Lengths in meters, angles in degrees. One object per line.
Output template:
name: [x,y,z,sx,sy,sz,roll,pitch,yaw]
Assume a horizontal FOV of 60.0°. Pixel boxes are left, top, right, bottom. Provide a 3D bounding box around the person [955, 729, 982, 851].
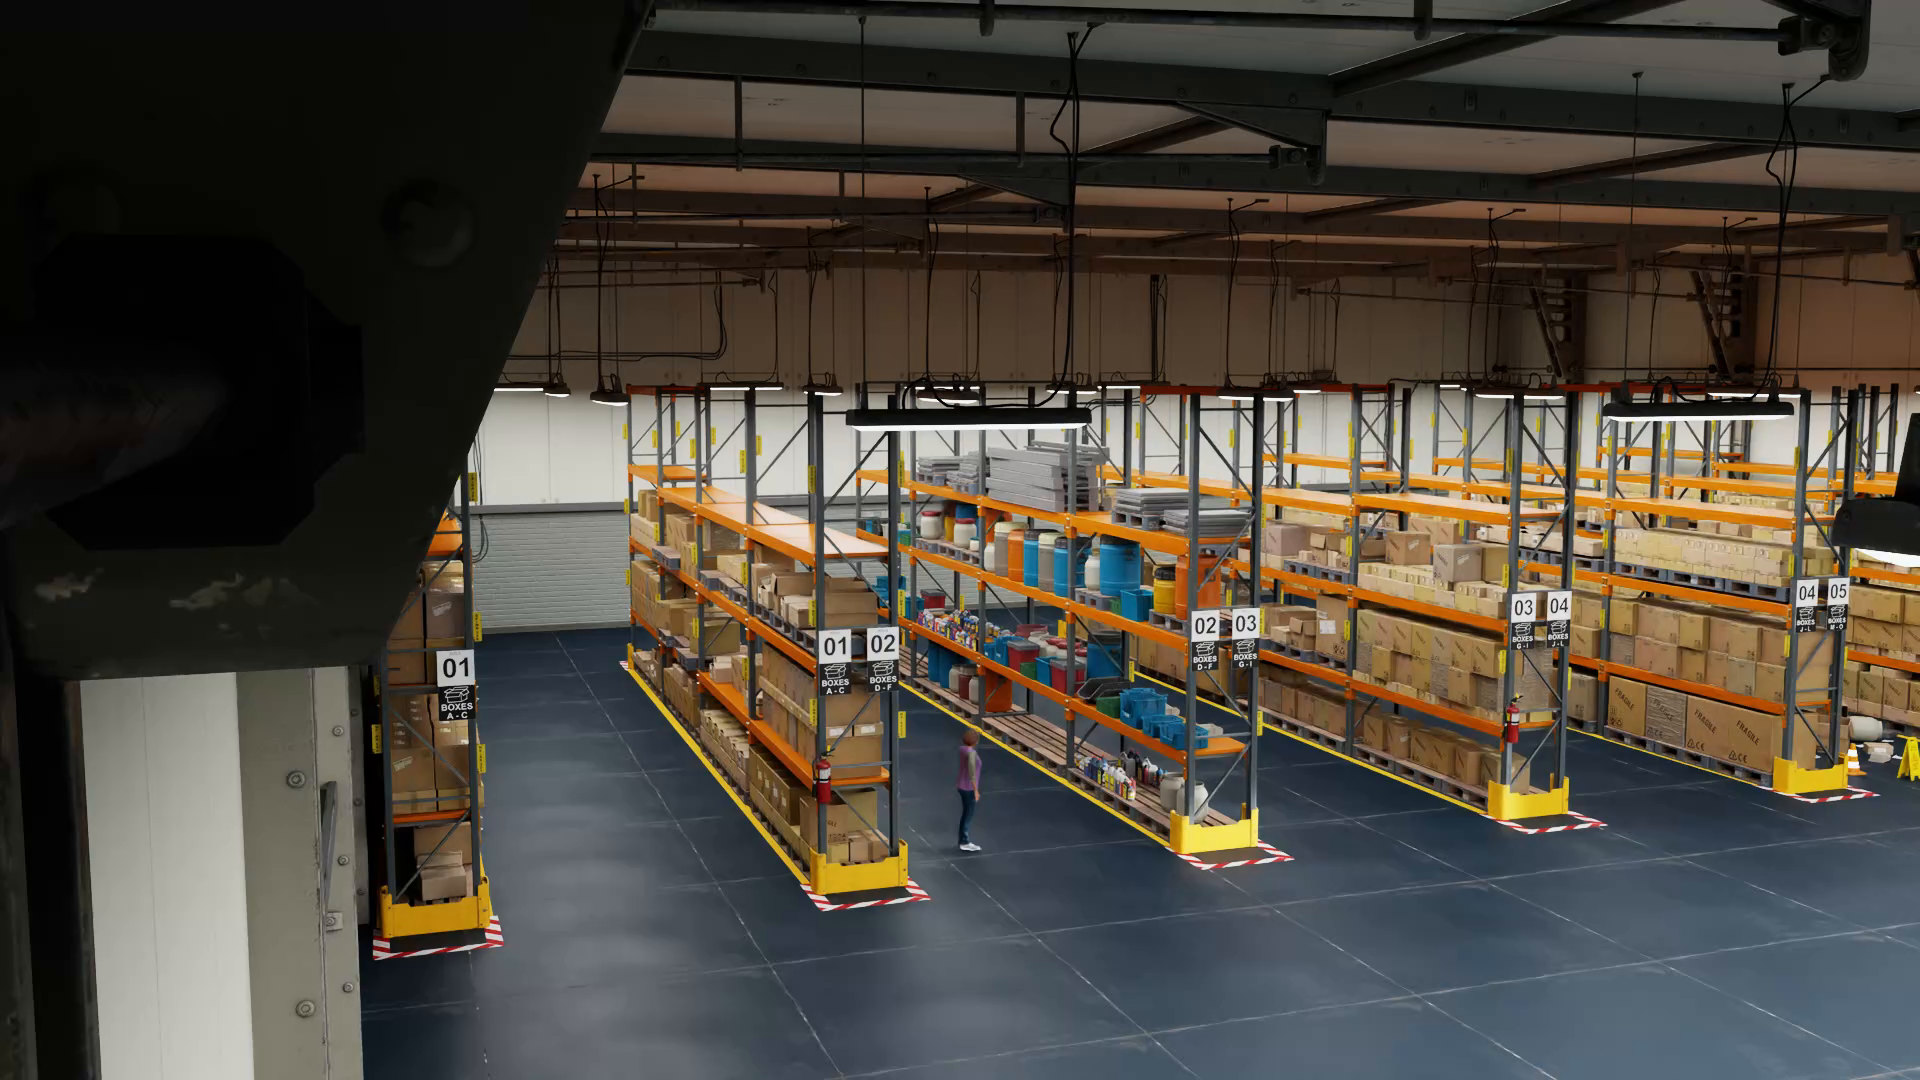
person: [0.112,3.310,21.903,0.330,1.656,0.503,-2,6,-15]
